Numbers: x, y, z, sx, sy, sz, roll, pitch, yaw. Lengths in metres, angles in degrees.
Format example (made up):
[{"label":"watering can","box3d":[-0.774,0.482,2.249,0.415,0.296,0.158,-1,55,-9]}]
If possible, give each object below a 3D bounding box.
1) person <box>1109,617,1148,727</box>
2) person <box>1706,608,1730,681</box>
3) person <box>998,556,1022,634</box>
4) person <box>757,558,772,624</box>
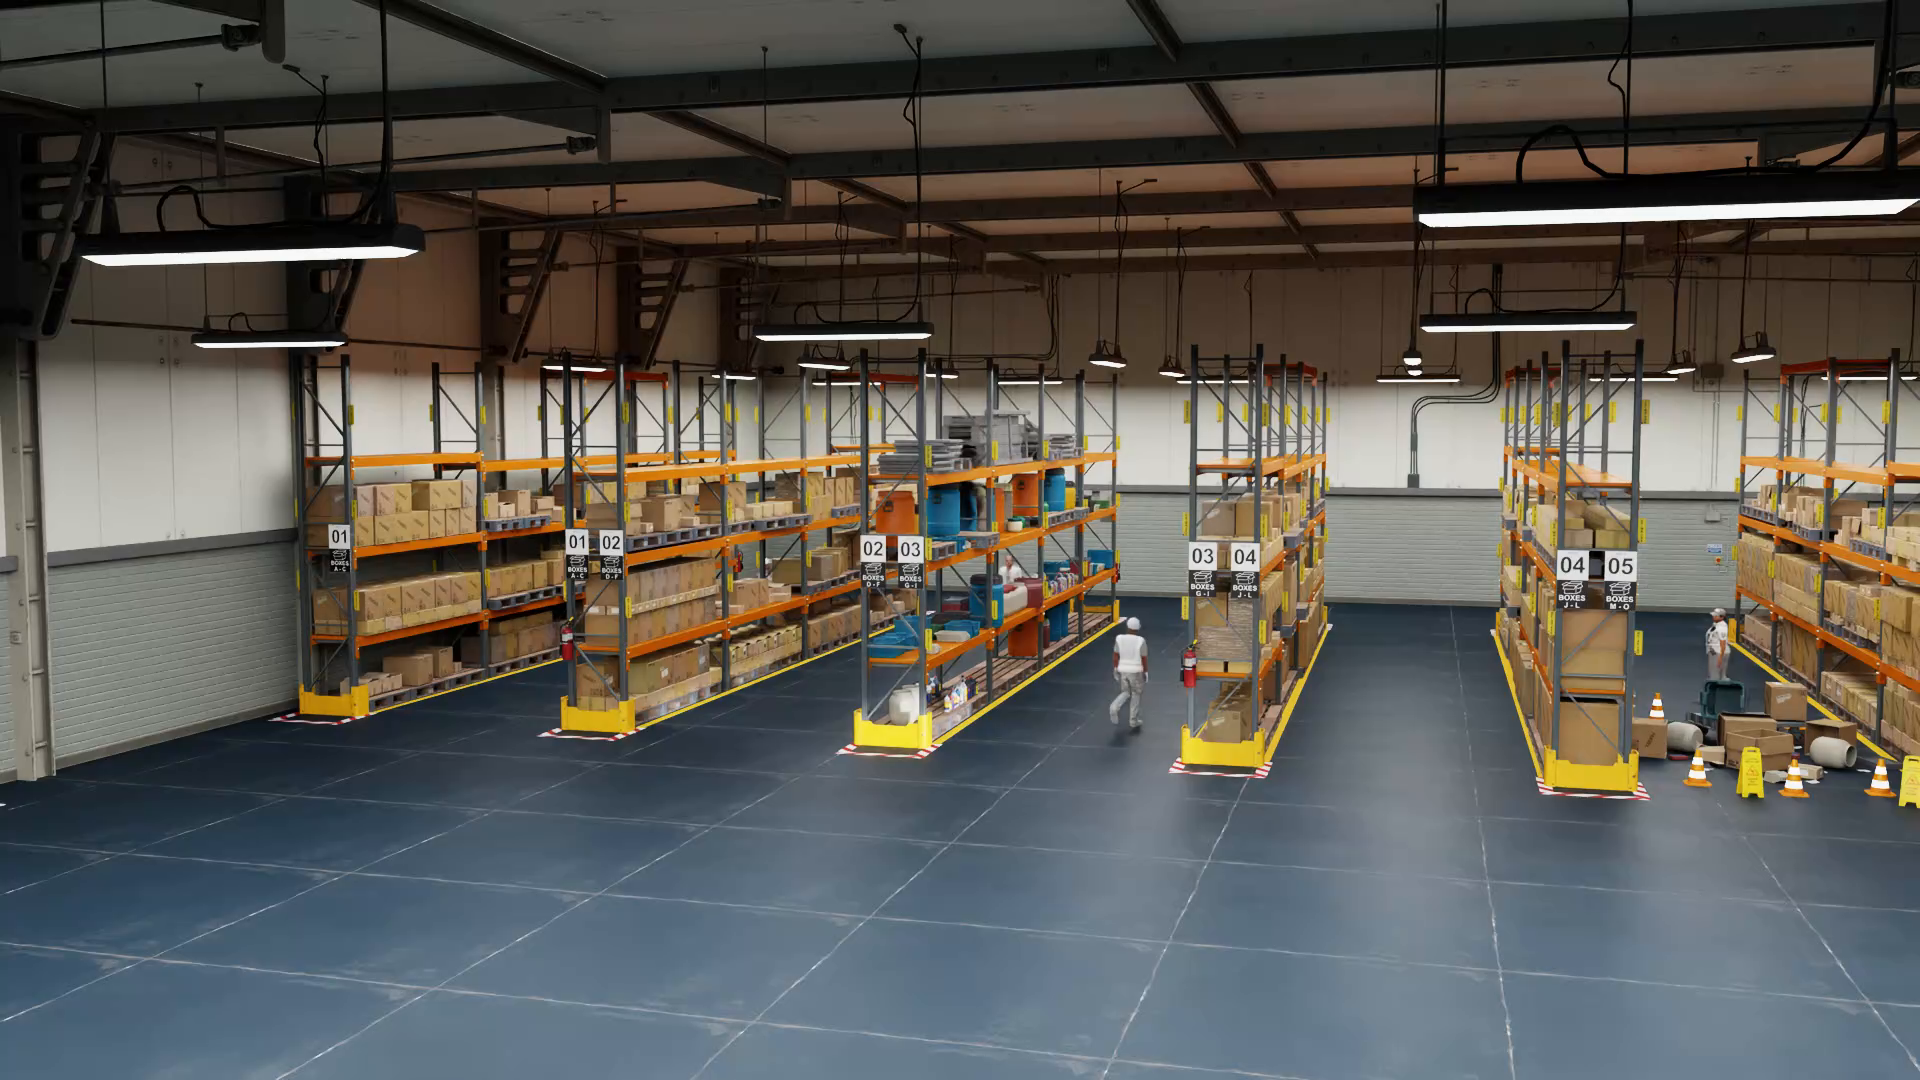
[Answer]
[{"label":"person","box3d":[2.710,2.115,26.560,0.668,1.772,0.550,-4,6,-40]},{"label":"person","box3d":[13.185,2.015,28.919,0.431,1.669,0.510,3,5,38]},{"label":"person","box3d":[1.130,1.238,38.410,0.618,1.742,1.066,1,4,16]},{"label":"person","box3d":[-4.312,1.296,37.636,0.525,1.792,0.556,2,5,26]}]
